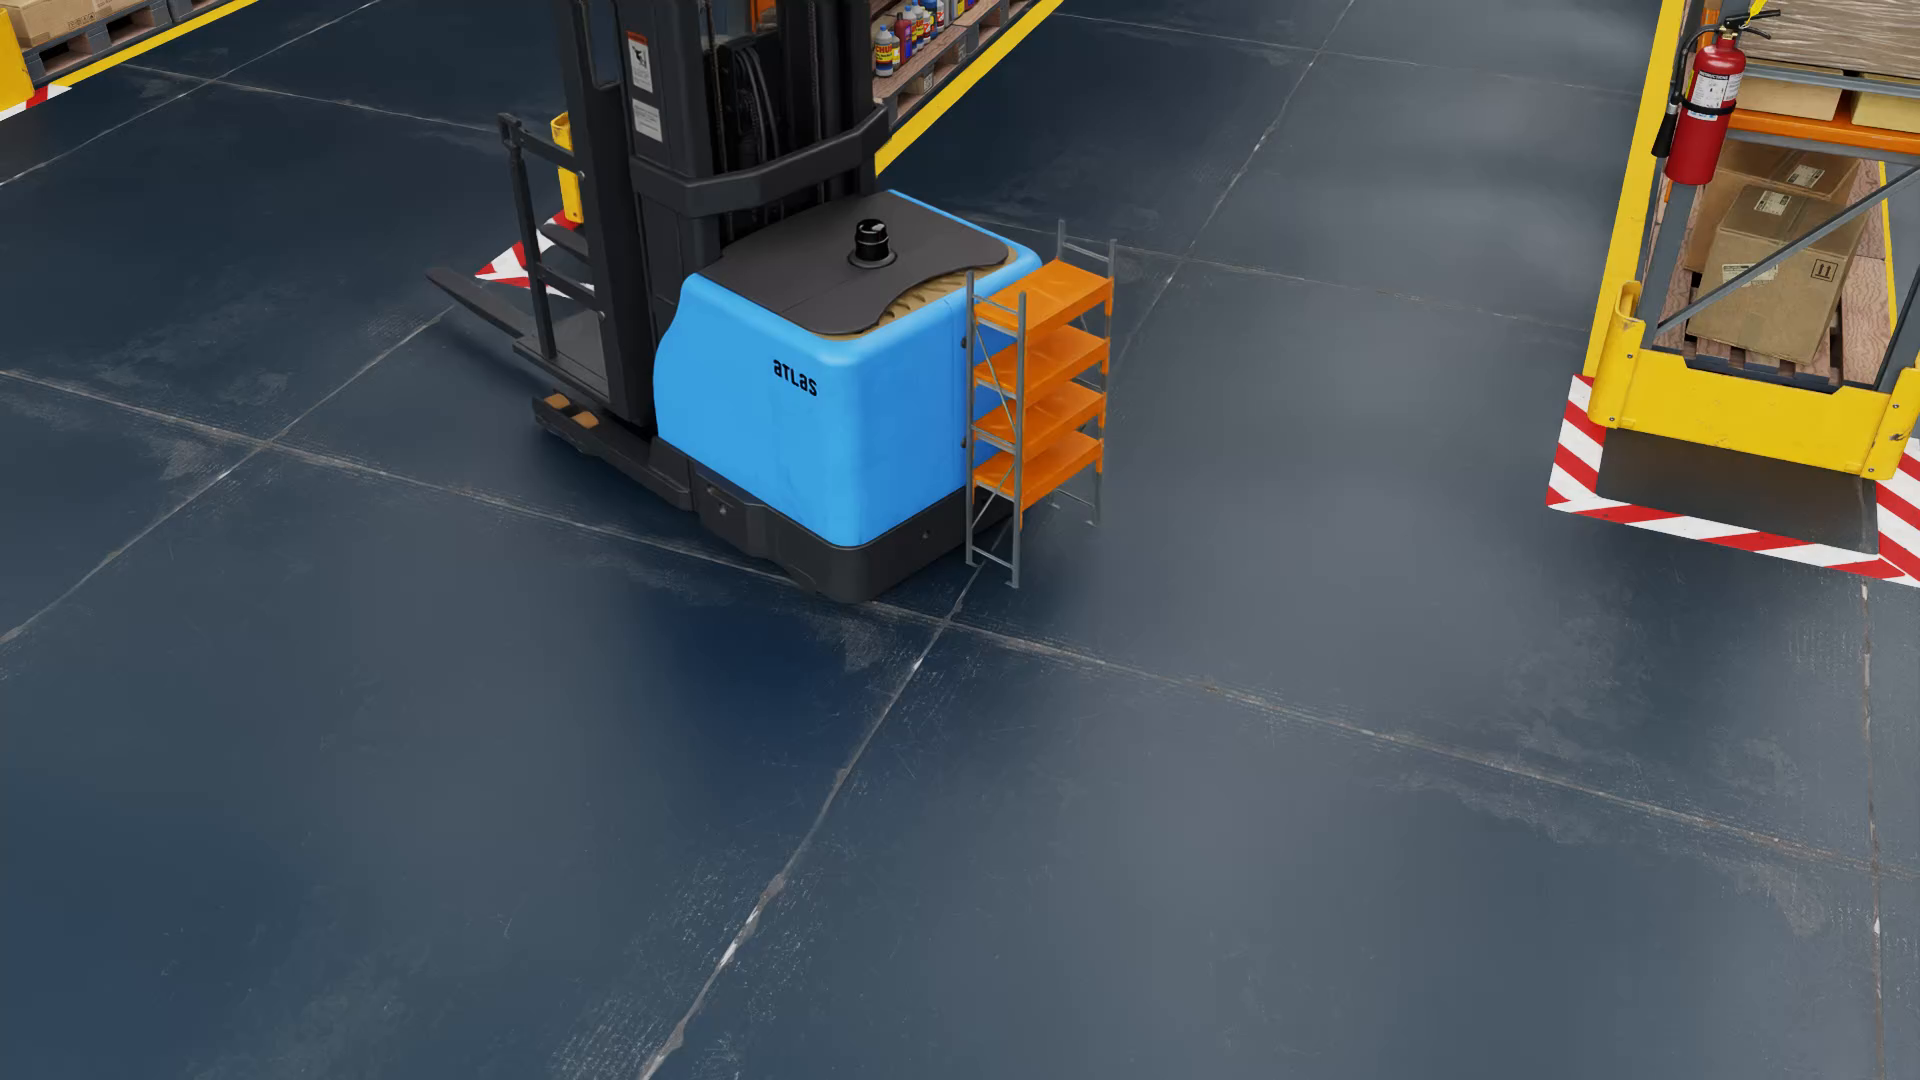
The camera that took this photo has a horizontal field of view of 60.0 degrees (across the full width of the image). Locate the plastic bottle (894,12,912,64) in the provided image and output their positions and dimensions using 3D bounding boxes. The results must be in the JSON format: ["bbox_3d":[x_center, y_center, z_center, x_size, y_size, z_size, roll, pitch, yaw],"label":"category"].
[{"bbox_3d":[-0.325,-2.881,9.500,0.061,0.283,0.133,14,39,18],"label":"plastic bottle"}]

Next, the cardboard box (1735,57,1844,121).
[{"bbox_3d":[3.092,-1.714,6.248,0.380,0.149,0.250,14,39,18],"label":"cardboard box"}]

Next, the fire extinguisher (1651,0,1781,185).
[{"bbox_3d":[2.704,-1.621,5.977,0.296,0.674,0.183,14,39,18],"label":"fire extinguisher"}]

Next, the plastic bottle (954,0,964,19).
[{"bbox_3d":[-0.059,-3.361,10.086,0.144,0.351,0.185,14,39,17],"label":"plastic bottle"}]

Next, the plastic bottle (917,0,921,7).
[{"bbox_3d":[-0.223,-3.269,10.019,0.061,0.283,0.133,14,39,18],"label":"plastic bottle"}]

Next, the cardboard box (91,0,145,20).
[{"bbox_3d":[-5.389,-3.460,10.319,0.500,0.250,0.500,14,39,18],"label":"cardboard box"}]

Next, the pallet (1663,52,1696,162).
[{"bbox_3d":[4.473,-2.328,9.188,1.003,0.211,1.213,14,39,18],"label":"pallet"}]

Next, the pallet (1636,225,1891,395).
[{"bbox_3d":[3.545,-0.977,7.381,1.003,0.211,1.213,14,39,18],"label":"pallet"}]

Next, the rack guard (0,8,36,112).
[{"bbox_3d":[-5.995,-2.854,9.651,1.175,0.500,0.348,14,39,18],"label":"rack guard"}]

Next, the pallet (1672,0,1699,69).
[{"bbox_3d":[4.991,-3.139,10.274,1.003,0.211,1.213,14,39,18],"label":"pallet"}]

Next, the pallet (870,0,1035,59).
[{"bbox_3d":[-0.178,-3.474,10.721,1.003,0.211,1.213,14,39,18],"label":"pallet"}]

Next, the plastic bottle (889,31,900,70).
[{"bbox_3d":[-0.389,-2.784,9.439,0.097,0.201,0.097,0,37,0],"label":"plastic bottle"}]

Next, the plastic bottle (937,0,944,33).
[{"bbox_3d":[-0.144,-3.140,9.916,0.097,0.201,0.097,0,37,0],"label":"plastic bottle"}]

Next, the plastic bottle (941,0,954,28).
[{"bbox_3d":[-0.124,-3.242,9.989,0.152,0.276,0.135,15,39,19],"label":"plastic bottle"}]

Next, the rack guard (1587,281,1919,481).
[{"bbox_3d":[3.203,-0.651,6.703,1.175,0.500,0.348,14,39,18],"label":"rack guard"}]

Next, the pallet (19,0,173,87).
[{"bbox_3d":[-5.733,-3.185,10.334,1.003,0.211,1.213,14,39,18],"label":"pallet"}]

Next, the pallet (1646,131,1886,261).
[{"bbox_3d":[4.011,-1.650,8.281,1.003,0.211,1.213,14,39,18],"label":"pallet"}]

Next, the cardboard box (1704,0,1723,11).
[{"bbox_3d":[3.488,-2.372,6.586,0.875,0.500,0.500,14,39,18],"label":"cardboard box"}]

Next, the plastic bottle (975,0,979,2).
[{"bbox_3d":[0.064,-3.540,10.325,0.144,0.351,0.185,12,38,15],"label":"plastic bottle"}]

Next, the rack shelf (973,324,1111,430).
[{"bbox_3d":[0.275,-0.588,5.773,0.258,0.148,0.480,27,45,31],"label":"rack shelf"}]

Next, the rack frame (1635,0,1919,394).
[{"bbox_3d":[3.174,-1.610,5.899,1.000,3.000,0.127,14,39,18],"label":"rack frame"}]

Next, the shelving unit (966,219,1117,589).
[{"bbox_3d":[0.275,-0.463,5.867,0.258,1.200,0.503,27,45,31],"label":"shelving unit"}]

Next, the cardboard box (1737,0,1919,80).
[{"bbox_3d":[3.409,-2.068,6.179,0.875,0.500,0.500,14,39,18],"label":"cardboard box"}]

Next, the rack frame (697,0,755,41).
[{"bbox_3d":[-1.406,-2.738,7.408,1.000,3.000,0.127,14,39,18],"label":"rack frame"}]

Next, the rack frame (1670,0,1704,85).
[{"bbox_3d":[4.696,-3.825,8.862,1.000,3.000,0.127,14,39,18],"label":"rack frame"}]

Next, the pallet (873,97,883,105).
[{"bbox_3d":[-1.107,-2.123,8.914,1.003,0.211,1.213,14,39,18],"label":"pallet"}]

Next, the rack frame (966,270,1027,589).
[{"bbox_3d":[0.117,-0.352,5.718,0.240,1.200,0.015,27,45,31],"label":"rack frame"}]

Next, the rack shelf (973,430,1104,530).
[{"bbox_3d":[0.275,-0.250,6.026,0.258,0.148,0.480,27,45,31],"label":"rack shelf"}]

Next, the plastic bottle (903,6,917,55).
[{"bbox_3d":[-0.298,-2.944,9.595,0.097,0.271,0.097,0,37,0],"label":"plastic bottle"}]

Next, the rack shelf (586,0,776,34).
[{"bbox_3d":[-0.645,-3.557,9.105,1.077,0.370,4.000,14,39,18],"label":"rack shelf"}]

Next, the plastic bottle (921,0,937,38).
[{"bbox_3d":[-0.183,-3.112,9.819,0.097,0.271,0.097,0,37,0],"label":"plastic bottle"}]

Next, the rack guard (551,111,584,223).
[{"bbox_3d":[-1.421,-1.790,8.227,1.175,0.500,0.348,14,39,18],"label":"rack guard"}]

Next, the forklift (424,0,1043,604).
[{"bbox_3d":[-1.101,-1.723,6.106,3.031,2.935,1.130,30,46,34],"label":"forklift"}]

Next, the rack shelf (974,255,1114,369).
[{"bbox_3d":[0.275,-0.778,5.632,0.258,0.148,0.480,27,45,31],"label":"rack shelf"}]

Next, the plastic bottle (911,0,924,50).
[{"bbox_3d":[-0.260,-3.000,9.669,0.097,0.271,0.097,0,37,0],"label":"plastic bottle"}]

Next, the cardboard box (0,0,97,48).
[{"bbox_3d":[-5.576,-3.182,9.947,0.500,0.250,0.500,14,39,18],"label":"cardboard box"}]

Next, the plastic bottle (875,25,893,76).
[{"bbox_3d":[-0.428,-2.755,9.341,0.097,0.271,0.097,0,37,0],"label":"plastic bottle"}]

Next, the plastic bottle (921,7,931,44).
[{"bbox_3d":[-0.222,-3.027,9.764,0.097,0.201,0.097,0,37,0],"label":"plastic bottle"}]

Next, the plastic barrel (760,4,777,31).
[{"bbox_3d":[-1.036,-2.569,8.909,0.421,0.512,0.421,0,37,0],"label":"plastic barrel"}]

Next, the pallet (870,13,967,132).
[{"bbox_3d":[-0.641,-2.796,9.814,1.003,0.211,1.213,14,39,18],"label":"pallet"}]

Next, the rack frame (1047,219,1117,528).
[{"bbox_3d":[0.434,-0.574,6.016,0.240,1.200,0.015,27,45,31],"label":"rack frame"}]

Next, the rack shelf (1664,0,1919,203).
[{"bbox_3d":[3.935,-2.429,7.595,1.077,0.370,4.000,14,39,18],"label":"rack shelf"}]

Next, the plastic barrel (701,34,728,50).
[{"bbox_3d":[-1.226,-2.292,8.538,0.421,0.512,0.421,0,37,0],"label":"plastic barrel"}]

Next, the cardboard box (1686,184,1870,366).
[{"bbox_3d":[3.427,-1.119,6.979,0.500,0.500,0.500,21,42,26],"label":"cardboard box"}]

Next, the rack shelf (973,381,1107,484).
[{"bbox_3d":[0.275,-0.409,5.907,0.258,0.148,0.480,27,45,31],"label":"rack shelf"}]

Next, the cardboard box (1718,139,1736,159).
[{"bbox_3d":[3.879,-1.800,7.890,0.500,0.500,0.500,18,40,22],"label":"cardboard box"}]

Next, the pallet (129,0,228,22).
[{"bbox_3d":[-5.268,-3.858,11.235,1.003,0.211,1.213,14,39,18],"label":"pallet"}]

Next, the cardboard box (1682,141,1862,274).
[{"bbox_3d":[3.623,-1.458,7.432,0.500,0.500,0.500,25,43,29],"label":"cardboard box"}]

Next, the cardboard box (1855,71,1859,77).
[{"bbox_3d":[3.616,-1.747,6.292,0.380,0.149,0.250,14,39,18],"label":"cardboard box"}]

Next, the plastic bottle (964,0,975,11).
[{"bbox_3d":[0.041,-3.413,10.212,0.061,0.283,0.133,16,40,21],"label":"plastic bottle"}]

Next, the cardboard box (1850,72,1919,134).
[{"bbox_3d":[3.503,-1.613,6.112,0.380,0.149,0.250,14,39,18],"label":"cardboard box"}]
